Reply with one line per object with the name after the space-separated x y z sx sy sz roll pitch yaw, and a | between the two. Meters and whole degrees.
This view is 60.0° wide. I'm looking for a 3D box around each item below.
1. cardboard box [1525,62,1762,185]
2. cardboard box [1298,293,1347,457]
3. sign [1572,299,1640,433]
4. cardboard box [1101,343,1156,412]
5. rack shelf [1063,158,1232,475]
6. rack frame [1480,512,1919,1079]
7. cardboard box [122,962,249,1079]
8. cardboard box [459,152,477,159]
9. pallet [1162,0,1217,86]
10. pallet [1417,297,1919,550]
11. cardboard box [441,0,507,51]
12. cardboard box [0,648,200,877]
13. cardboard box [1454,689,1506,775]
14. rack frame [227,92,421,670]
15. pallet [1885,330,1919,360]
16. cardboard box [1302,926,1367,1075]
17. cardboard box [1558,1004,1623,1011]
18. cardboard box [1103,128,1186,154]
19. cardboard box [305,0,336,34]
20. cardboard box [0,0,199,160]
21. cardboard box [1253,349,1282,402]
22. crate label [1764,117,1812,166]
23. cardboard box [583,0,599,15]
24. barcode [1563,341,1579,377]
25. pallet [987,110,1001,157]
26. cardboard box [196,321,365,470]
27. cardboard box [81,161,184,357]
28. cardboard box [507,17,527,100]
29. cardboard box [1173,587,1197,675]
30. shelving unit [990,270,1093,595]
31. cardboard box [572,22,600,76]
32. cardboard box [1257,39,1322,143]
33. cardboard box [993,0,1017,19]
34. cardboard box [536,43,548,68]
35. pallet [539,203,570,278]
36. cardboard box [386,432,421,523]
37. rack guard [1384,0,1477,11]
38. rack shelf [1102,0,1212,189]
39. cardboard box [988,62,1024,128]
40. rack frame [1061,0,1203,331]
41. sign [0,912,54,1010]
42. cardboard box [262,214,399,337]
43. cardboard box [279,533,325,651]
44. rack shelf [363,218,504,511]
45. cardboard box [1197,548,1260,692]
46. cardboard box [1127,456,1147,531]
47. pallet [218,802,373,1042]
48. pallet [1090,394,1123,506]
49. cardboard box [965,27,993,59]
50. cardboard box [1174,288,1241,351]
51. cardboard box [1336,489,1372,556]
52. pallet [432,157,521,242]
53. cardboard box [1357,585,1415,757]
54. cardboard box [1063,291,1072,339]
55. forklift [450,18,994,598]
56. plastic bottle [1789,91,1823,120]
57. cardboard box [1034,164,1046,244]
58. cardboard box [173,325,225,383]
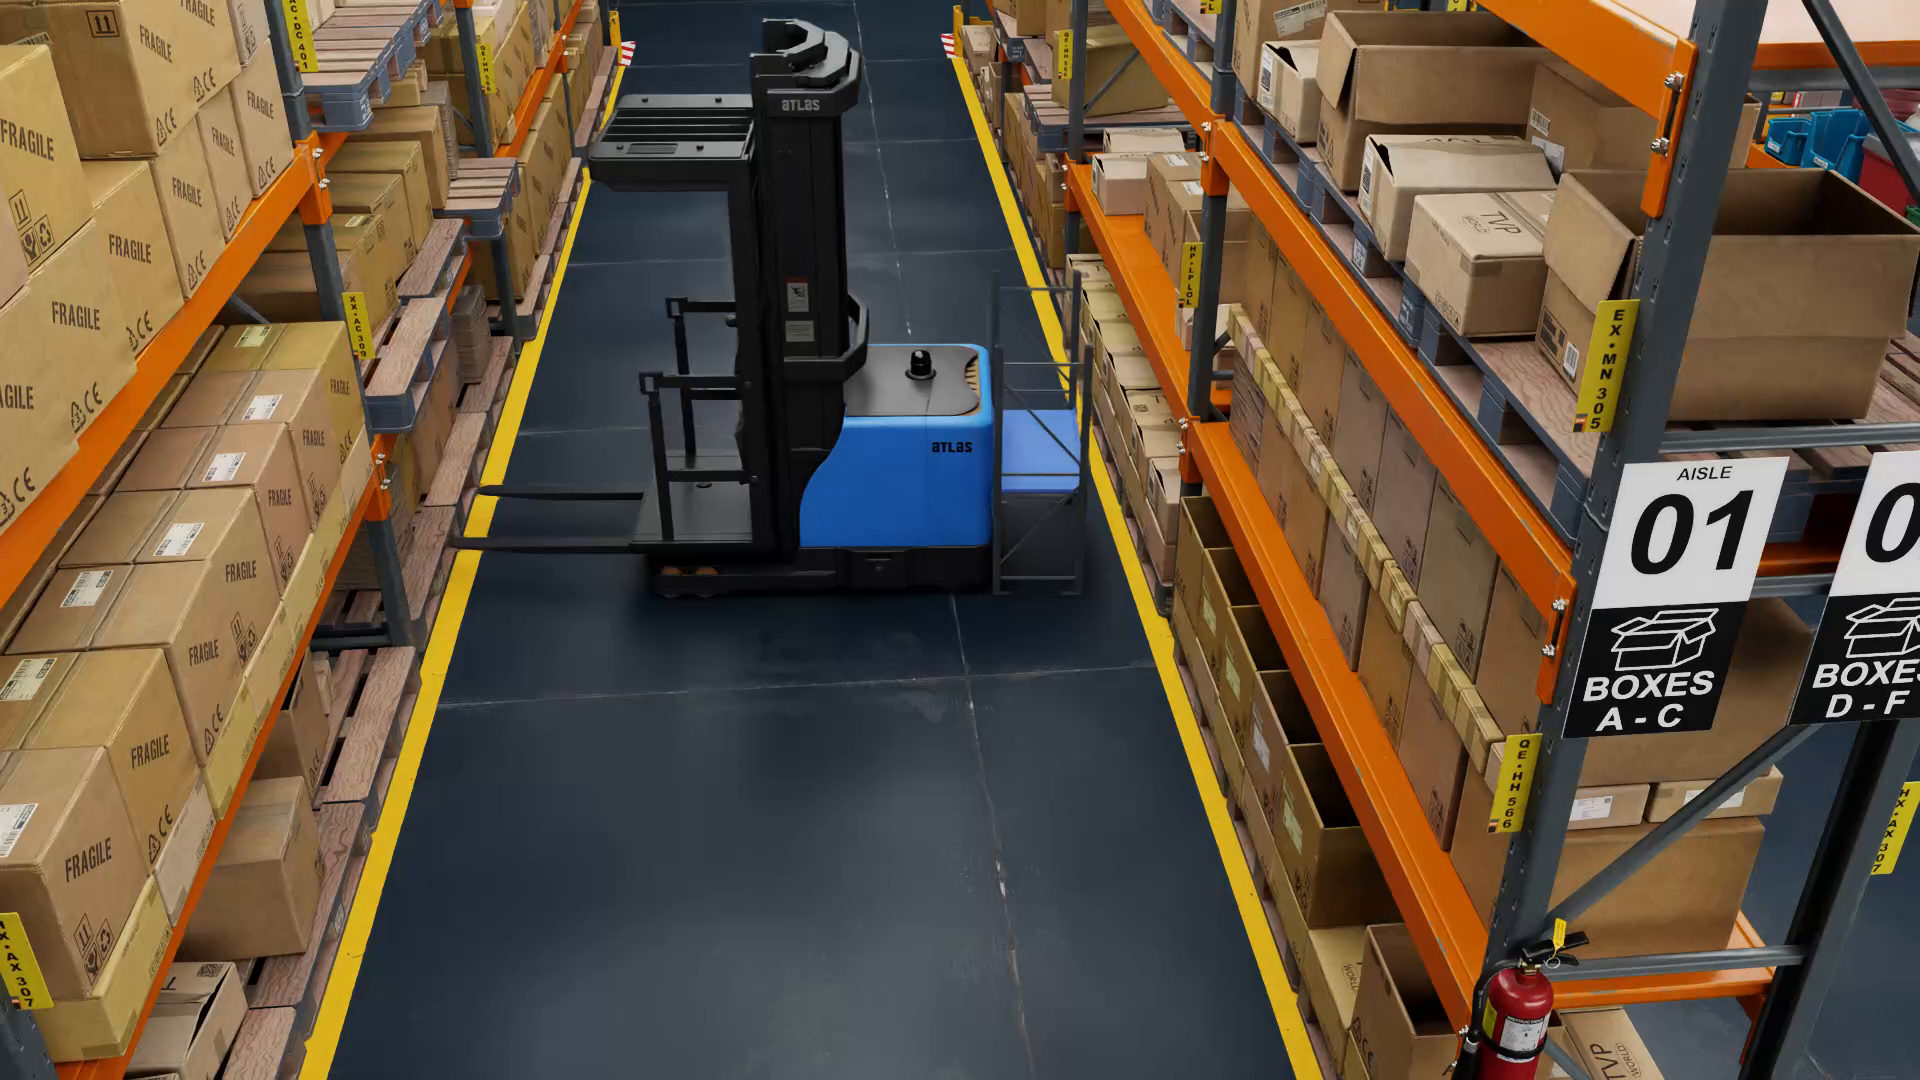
2.124 -1.208 5.278 0.500 0.500 0.500 -3 31 -5 | cardboard box
1.776 -0.678 6.597 0.700 0.500 0.500 -3 31 -5 | cardboard box
1.465 -0.391 3.768 0.100 0.325 0.005 -3 31 -5 | sign
1.167 -1.029 10.272 0.500 0.311 0.500 -3 31 -5 | cardboard box
1.446 -1.530 10.088 1.077 0.370 4.000 -3 31 -5 | rack shelf
2.007 1.224 4.775 1.000 3.000 0.127 -3 31 -5 | rack frame
-2.953 1.780 6.037 0.500 0.311 0.500 0 31 0 | cardboard box
-3.472 -2.701 11.572 0.380 0.149 0.250 -3 31 -5 | cardboard box
1.538 -2.473 8.227 0.805 0.209 1.217 -4 31 -7 | pallet
1.967 -0.388 4.635 1.003 0.211 1.213 -3 31 -5 | pallet
-3.509 -3.641 11.782 0.500 0.250 0.500 -3 31 -5 | cardboard box
-2.706 0.686 5.071 0.500 0.500 0.500 -3 31 -4 | cardboard box
1.756 0.583 5.118 0.380 0.149 0.250 -2 31 -3 | cardboard box
-3.298 -0.579 7.794 1.000 3.000 0.127 -3 31 -5 | rack frame
6.225 -1.501 12.057 1.003 0.211 1.213 -3 31 -5 | pallet
1.604 1.710 6.234 0.500 0.250 0.500 -3 31 -5 | cardboard box
2.130 1.363 6.084 0.500 0.500 0.500 -3 31 -5 | cardboard box
1.250 -2.634 11.322 0.500 0.311 0.500 -1 31 -1 | cardboard box
-3.327 -2.606 7.940 0.500 0.311 0.500 -2 31 -3 | cardboard box
-2.861 -1.559 5.418 0.500 0.500 0.500 -4 31 -6 | cardboard box
1.515 -0.733 7.322 0.380 0.149 0.250 -4 31 -6 | cardboard box
5.858 -2.791 11.660 0.303 0.233 0.416 -3 31 -5 | crate label
-4.061 -5.682 17.733 0.380 0.149 0.250 -3 31 -5 | cardboard box
1.498 -0.444 4.077 0.001 0.075 0.075 -3 31 -5 | barcode
0.823 -4.056 16.335 1.003 0.211 1.213 -3 31 -5 | pallet
-2.946 -0.618 7.256 0.500 0.500 0.500 -3 31 -5 | cardboard box
-2.845 -0.872 5.242 0.500 0.500 0.500 -1 31 -2 | cardboard box
-3.548 -3.582 12.414 0.500 0.500 0.500 -3 31 -5 | cardboard box
1.375 0.433 8.371 0.500 0.250 0.500 -3 31 -5 | cardboard box
0.431 -0.606 9.302 0.538 1.500 1.048 0 31 0 | shelving unit
-4.208 -5.205 17.566 0.700 0.500 0.500 -3 31 -5 | cardboard box
1.468 -1.763 6.391 0.500 0.311 0.500 -4 31 -7 | cardboard box
0.707 -4.873 14.476 0.700 0.500 0.500 -13 33 -21 | cardboard box
-3.623 -4.011 13.765 0.380 0.149 0.250 -3 31 -5 | cardboard box
-3.782 -2.451 13.648 1.003 0.211 1.213 -3 31 -5 | pallet
-3.482 -0.331 9.388 0.700 0.500 0.500 -3 31 -6 | cardboard box
5.429 -6.119 19.506 1.175 0.500 0.348 -3 31 -5 | rack guard
1.446 -2.818 9.319 1.077 0.370 4.000 -3 31 -5 | rack shelf
0.550 -4.296 16.025 0.500 0.500 0.500 -3 31 -5 | cardboard box
1.259 -2.860 11.613 1.000 3.000 0.127 -3 31 -5 | rack frame
-2.385 1.066 4.197 0.100 0.325 0.005 -3 31 -5 | sign
-3.357 -1.358 8.571 0.700 0.500 0.500 0 31 1 | cardboard box
-2.852 0.215 6.591 0.500 0.250 0.500 -3 31 -5 | cardboard box
-3.485 -1.291 9.688 1.077 0.370 4.000 -3 31 -5 | rack shelf
1.419 0.367 7.751 0.500 0.500 0.500 -3 31 -5 | cardboard box
1.260 -0.274 9.556 0.500 0.250 0.500 -3 31 -5 | cardboard box
-3.083 1.584 6.893 1.003 0.211 1.213 -3 31 -5 | pallet
1.408 -0.620 10.581 1.003 0.211 1.213 -3 31 -5 | pallet
0.327 -5.407 18.129 0.500 0.250 0.500 -3 31 -5 | cardboard box
1.368 -1.200 8.966 0.396 0.266 0.258 -3 31 -6 | cardboard box
1.634 -0.075 6.220 0.380 0.149 0.250 -3 31 -5 | cardboard box
-3.500 -2.180 10.662 1.213 0.211 1.003 -3 31 -5 | pallet
1.882 0.421 6.023 0.700 0.500 0.500 -3 31 -4 | cardboard box
1.016 -1.579 11.740 0.500 0.250 0.500 -3 31 -5 | cardboard box
-1.330 -1.213 8.923 3.031 2.935 1.130 0 31 -1 | forklift
6.321 -3.272 12.423 0.152 0.276 0.135 -3 31 -5 | plastic bottle
0.890 -2.706 13.365 0.500 0.500 0.500 -4 31 -6 | cardboard box
-3.463 -0.595 7.216 0.500 0.500 0.500 -3 31 -6 | cardboard box
